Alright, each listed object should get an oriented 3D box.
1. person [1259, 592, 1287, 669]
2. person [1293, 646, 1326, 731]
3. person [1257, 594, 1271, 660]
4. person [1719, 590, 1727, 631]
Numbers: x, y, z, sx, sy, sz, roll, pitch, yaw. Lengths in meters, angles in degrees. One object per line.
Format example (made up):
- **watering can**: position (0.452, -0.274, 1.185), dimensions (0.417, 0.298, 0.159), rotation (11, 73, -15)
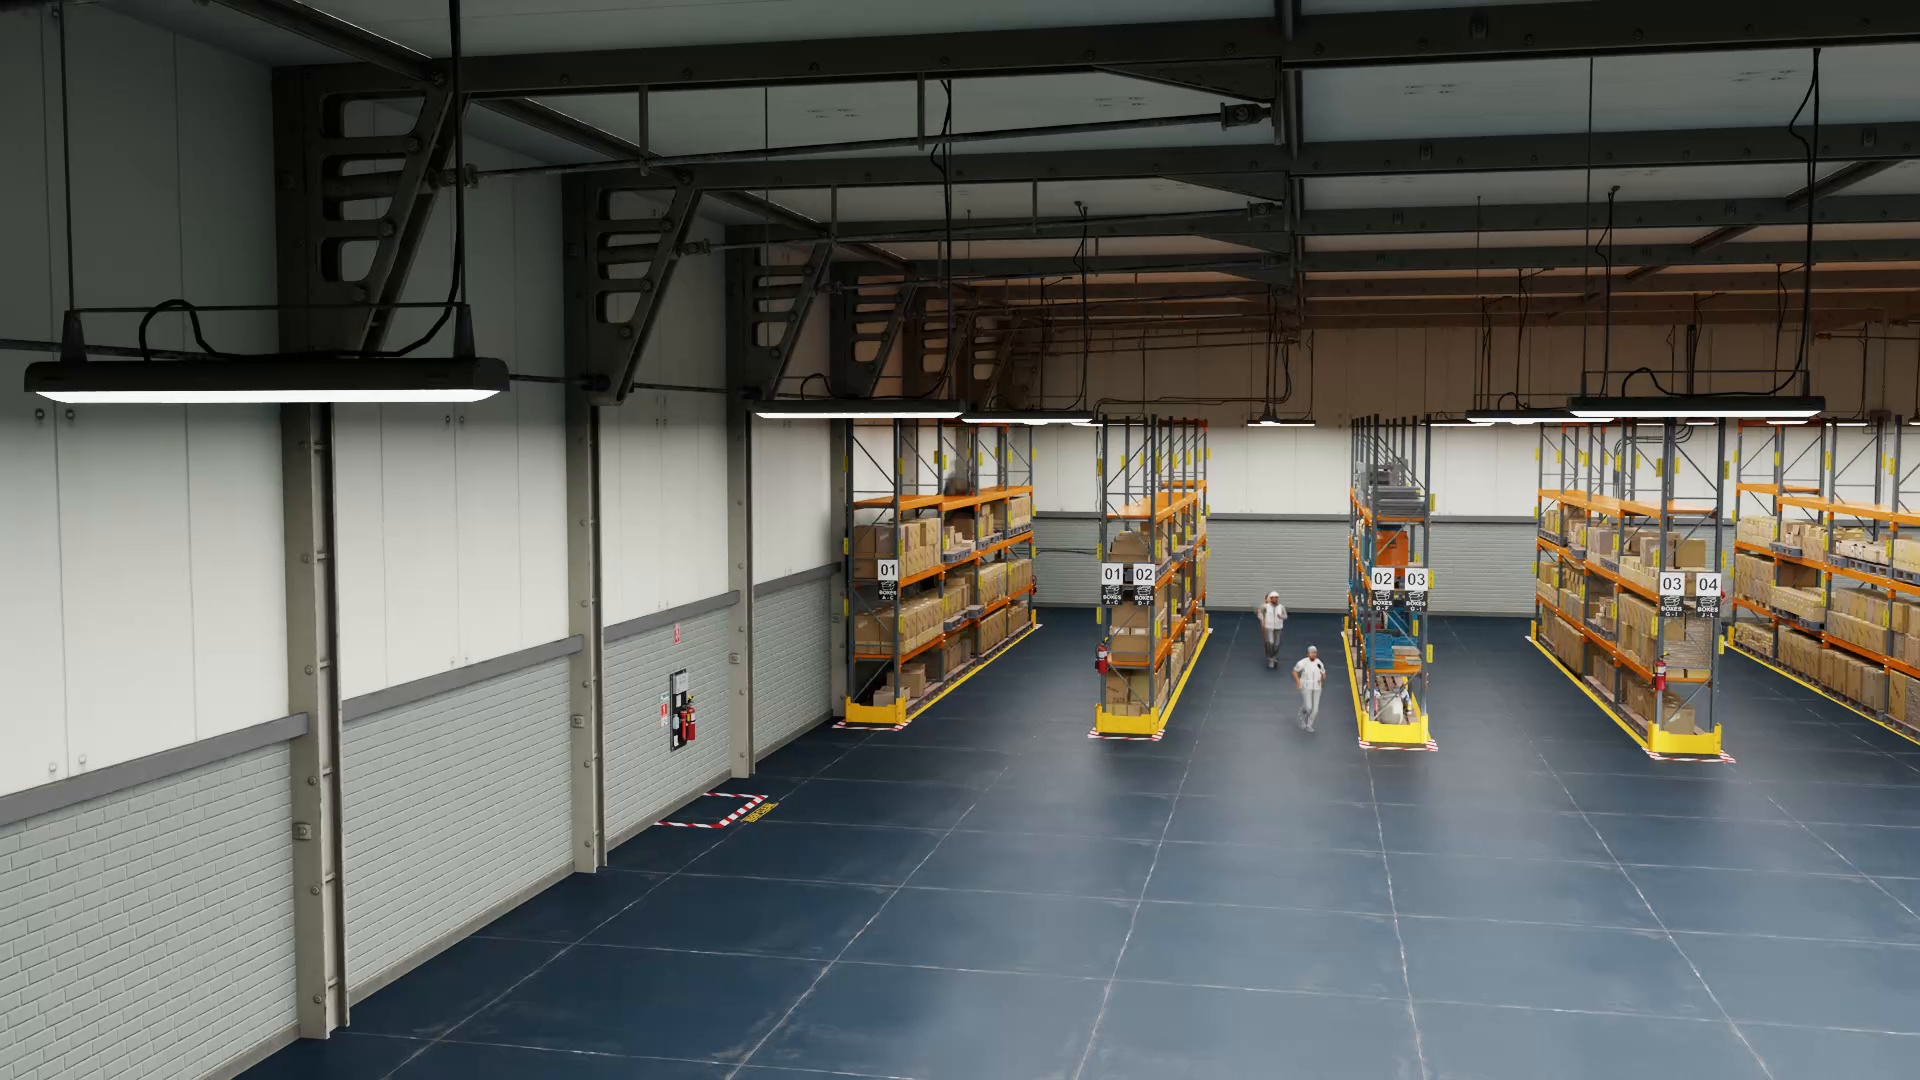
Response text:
- **person**: position (7.576, 2.153, 40.174), dimensions (0.633, 1.822, 0.825), rotation (0, 4, -1)
- **person**: position (6.628, 2.817, 31.407), dimensions (0.583, 1.621, 0.547), rotation (0, 4, -6)
- **person**: position (7.679, 2.159, 41.256), dimensions (0.590, 1.630, 0.519), rotation (0, 4, 2)
- **person**: position (20.413, 1.874, 45.225), dimensions (0.851, 1.674, 0.727), rotation (0, 4, 3)
